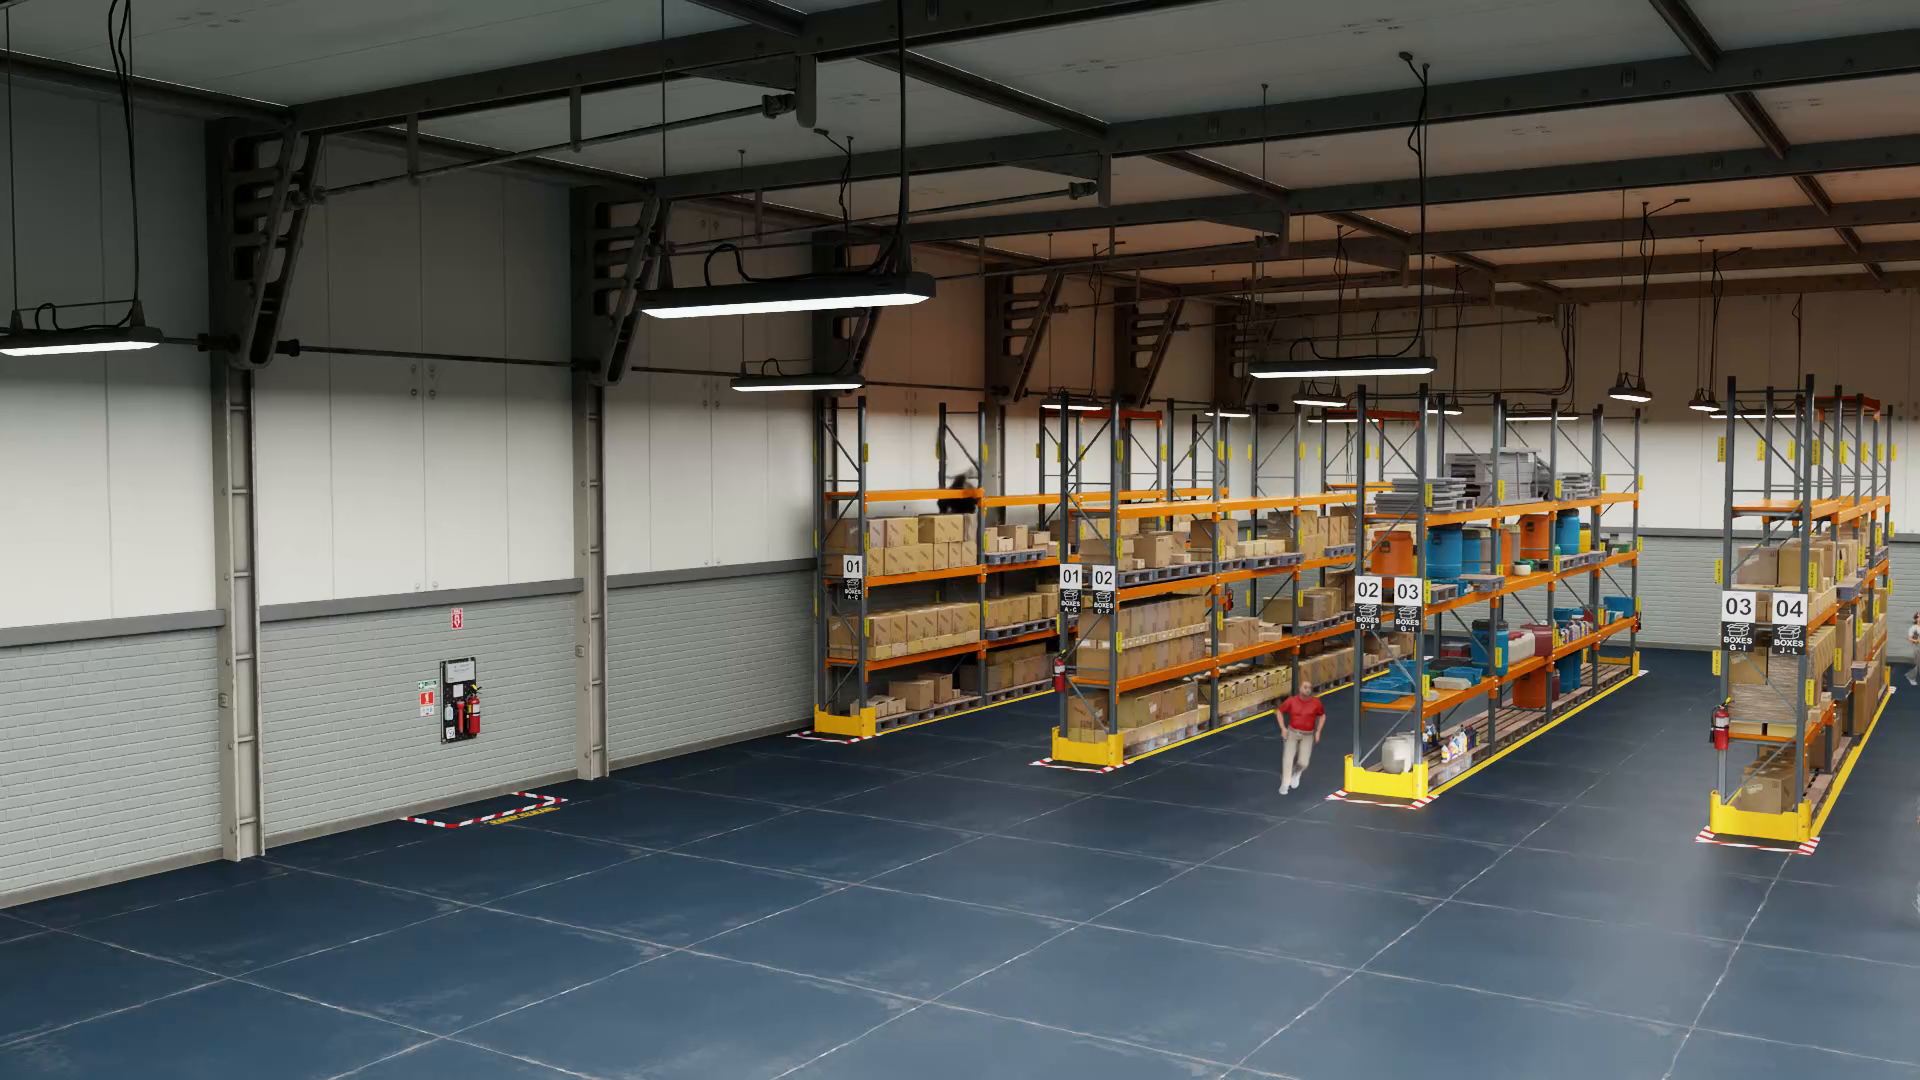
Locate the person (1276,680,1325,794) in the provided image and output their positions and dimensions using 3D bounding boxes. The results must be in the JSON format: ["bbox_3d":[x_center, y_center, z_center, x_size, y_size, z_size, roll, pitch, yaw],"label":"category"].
[{"bbox_3d":[5.002,2.898,24.420,0.704,1.674,0.522,0,3,9],"label":"person"}]

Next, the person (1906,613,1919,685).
[{"bbox_3d":[20.272,2.357,35.176,0.599,1.664,0.860,-1,3,-15],"label":"person"}]
